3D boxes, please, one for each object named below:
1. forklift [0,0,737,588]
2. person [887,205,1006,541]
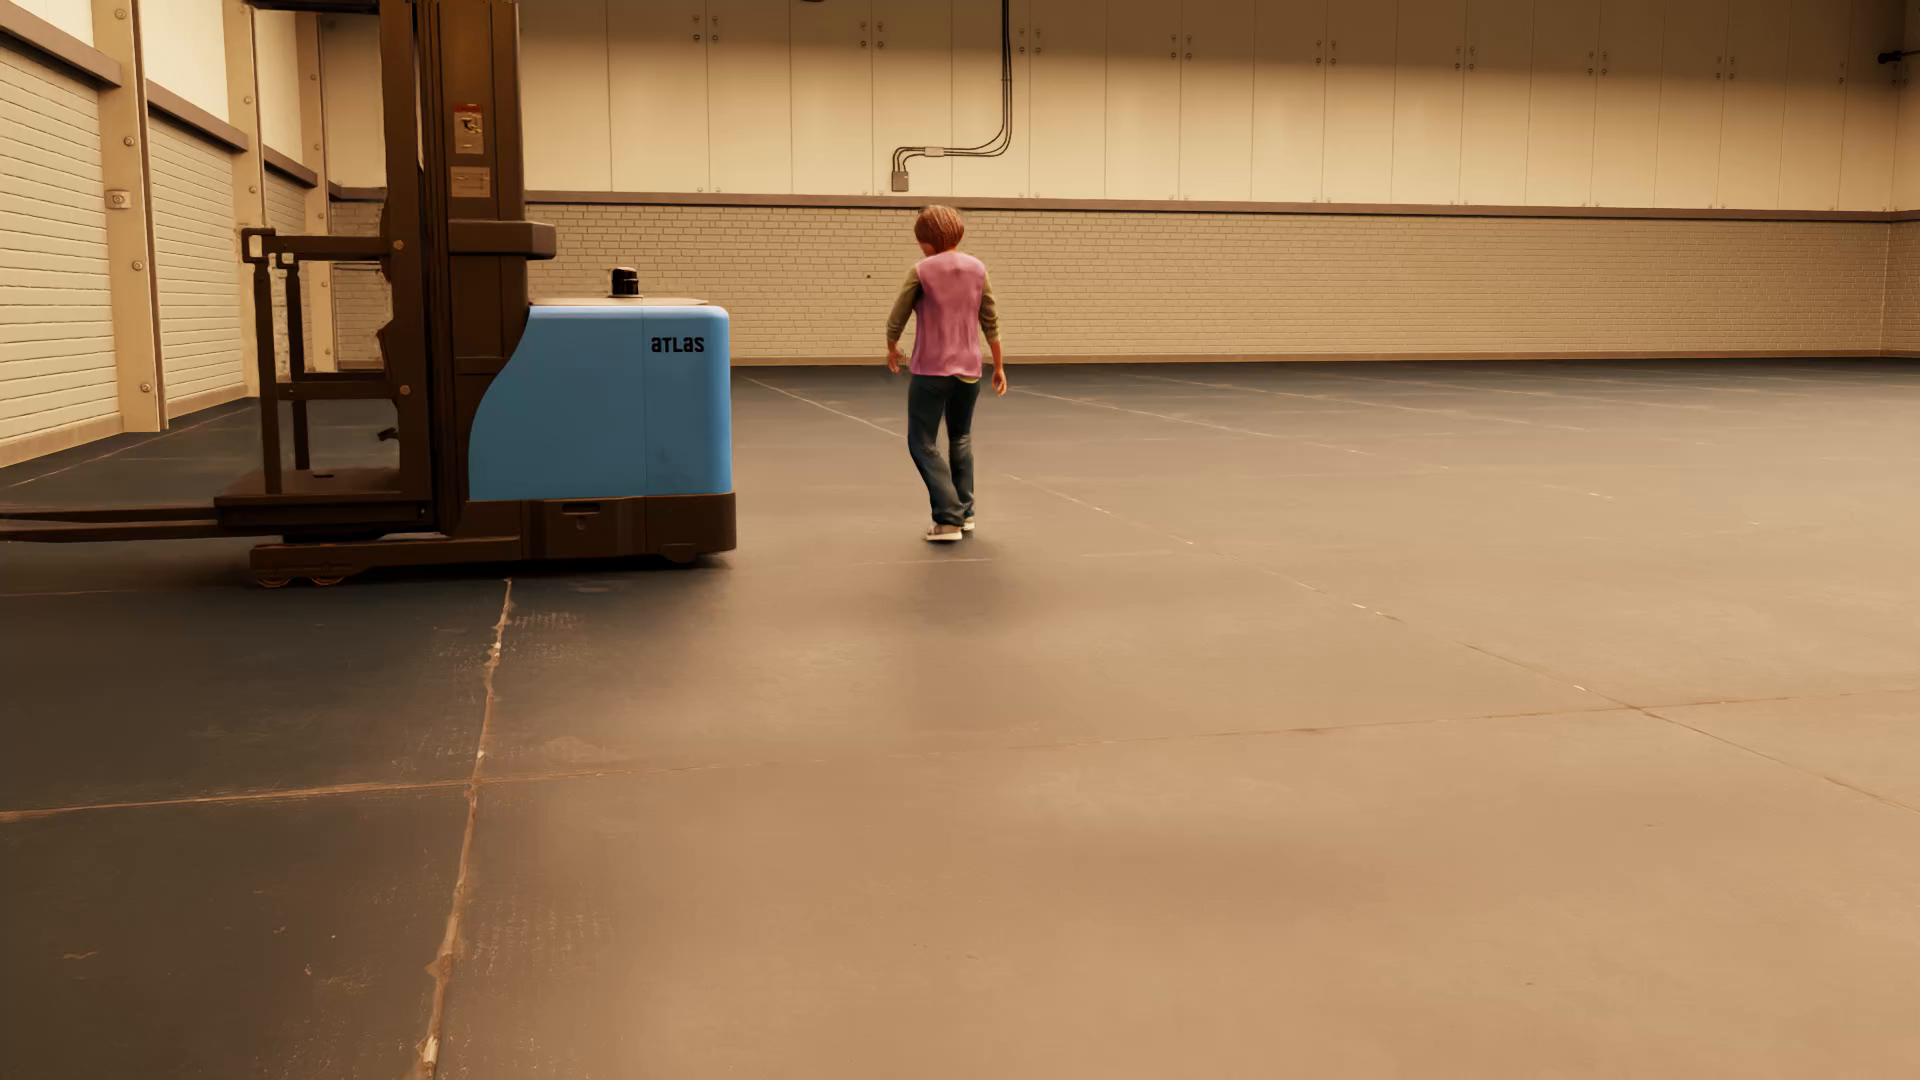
[{"bbox_3d":[-2.508,-1.349,6.771,3.031,2.935,1.130,-2,8,-15],"label":"forklift"},{"bbox_3d":[-0.041,-0.783,7.801,0.536,1.532,0.686,-5,9,-32],"label":"person"}]
